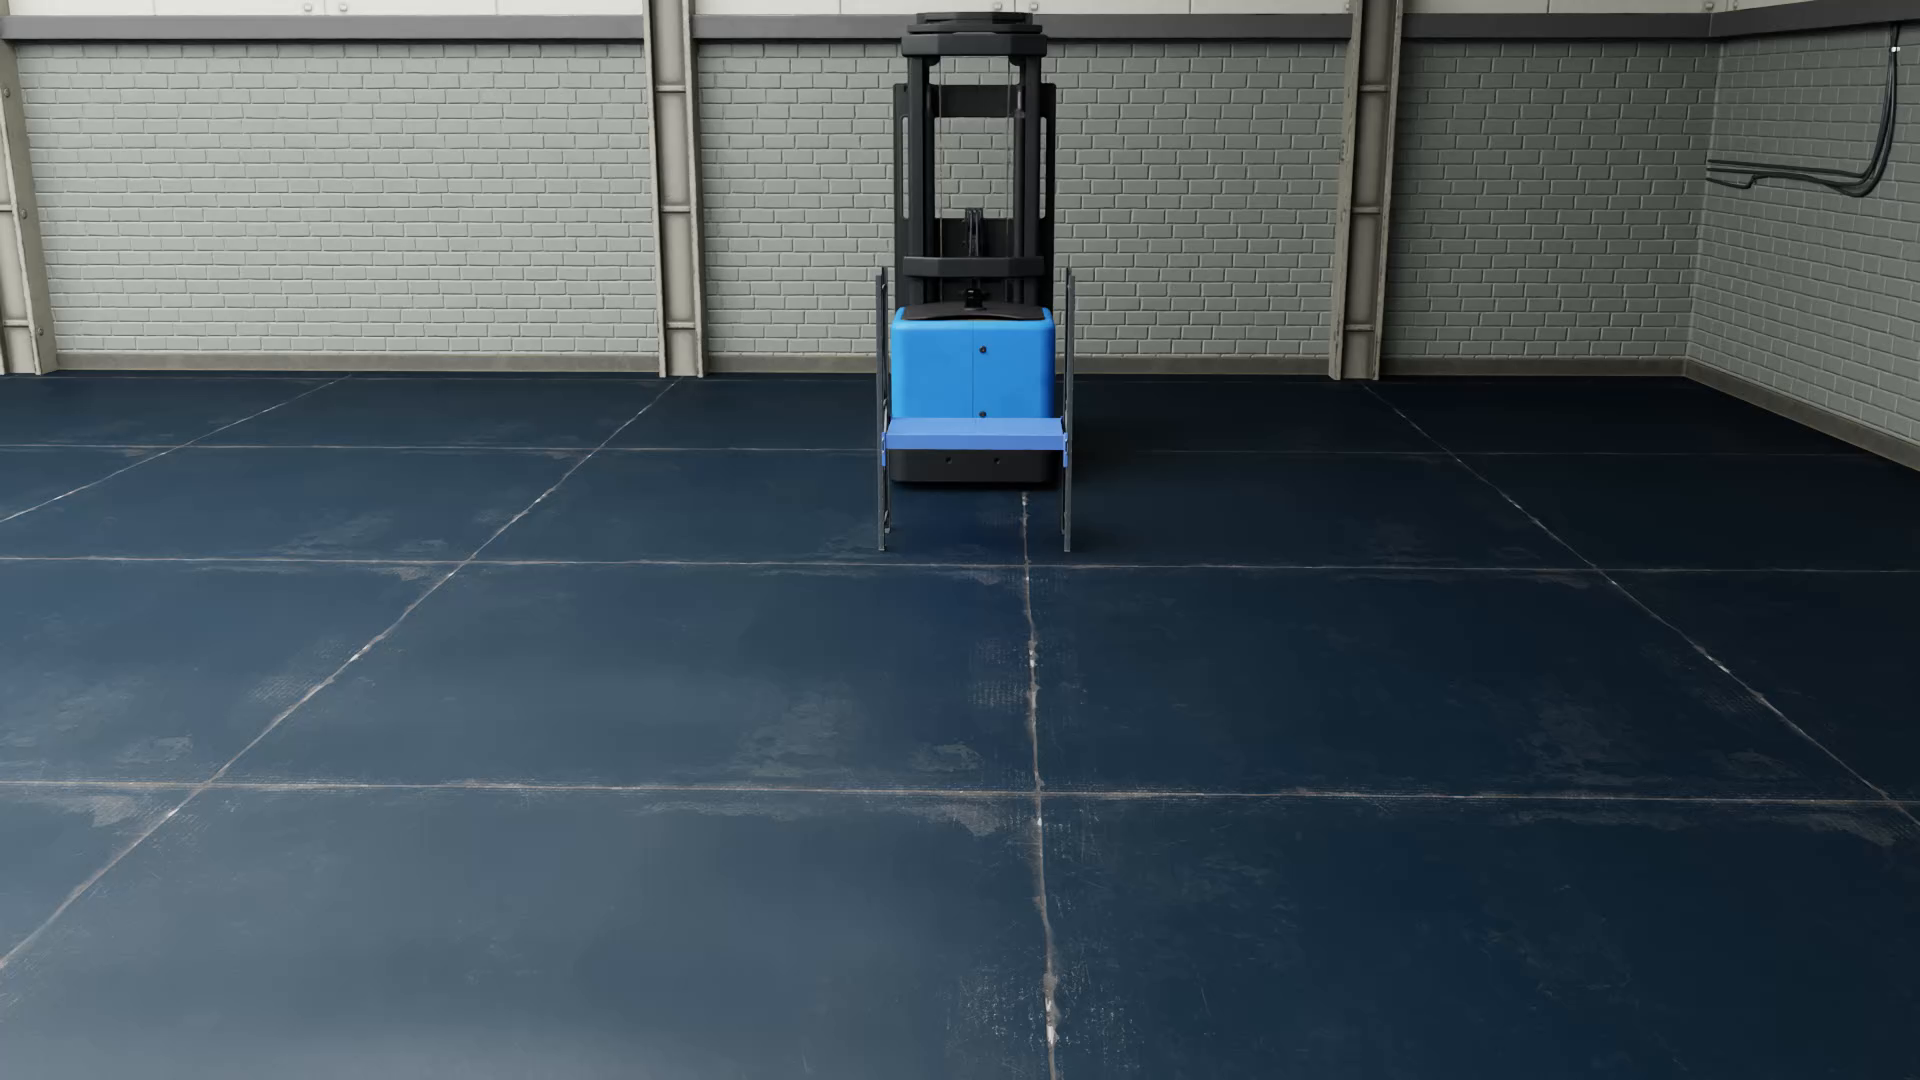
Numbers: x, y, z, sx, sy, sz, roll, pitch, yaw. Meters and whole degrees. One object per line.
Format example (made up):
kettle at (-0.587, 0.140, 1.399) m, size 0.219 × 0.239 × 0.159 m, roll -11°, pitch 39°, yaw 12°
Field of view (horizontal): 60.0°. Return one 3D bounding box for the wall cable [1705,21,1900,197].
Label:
wall cable at (6.426, -3.949, 12.755) m, size 0.112 × 2.526 × 3.097 m, roll 0°, pitch 15°, yaw 1°

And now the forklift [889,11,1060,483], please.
forklift at (0.099, -2.096, 11.540) m, size 1.130 × 2.935 × 3.031 m, roll 0°, pitch 15°, yaw 1°

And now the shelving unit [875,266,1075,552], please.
shelving unit at (0.085, -0.725, 9.147) m, size 1.048 × 1.500 × 0.538 m, roll 0°, pitch 15°, yaw 1°

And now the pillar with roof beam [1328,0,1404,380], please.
pillar with roof beam at (3.405, -4.709, 9.549) m, size 0.400 × 9.000 × 9.100 m, roll 0°, pitch 15°, yaw 1°

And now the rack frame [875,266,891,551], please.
rack frame at (-0.423, -0.728, 9.159) m, size 0.032 × 1.500 × 0.500 m, roll 0°, pitch 15°, yaw 1°

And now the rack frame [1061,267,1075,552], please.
rack frame at (0.593, -0.721, 9.134) m, size 0.032 × 1.500 × 0.500 m, roll 0°, pitch 15°, yaw 1°

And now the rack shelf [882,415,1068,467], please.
rack shelf at (0.085, -0.551, 9.192) m, size 1.000 × 0.185 × 0.538 m, roll 0°, pitch 15°, yaw 1°

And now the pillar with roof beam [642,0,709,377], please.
pillar with roof beam at (-2.594, -4.748, 9.697) m, size 0.400 × 9.000 × 9.100 m, roll 0°, pitch 15°, yaw 1°

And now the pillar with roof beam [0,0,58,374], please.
pillar with roof beam at (-8.592, -4.787, 9.845) m, size 0.400 × 9.000 × 9.100 m, roll 0°, pitch 15°, yaw 1°
